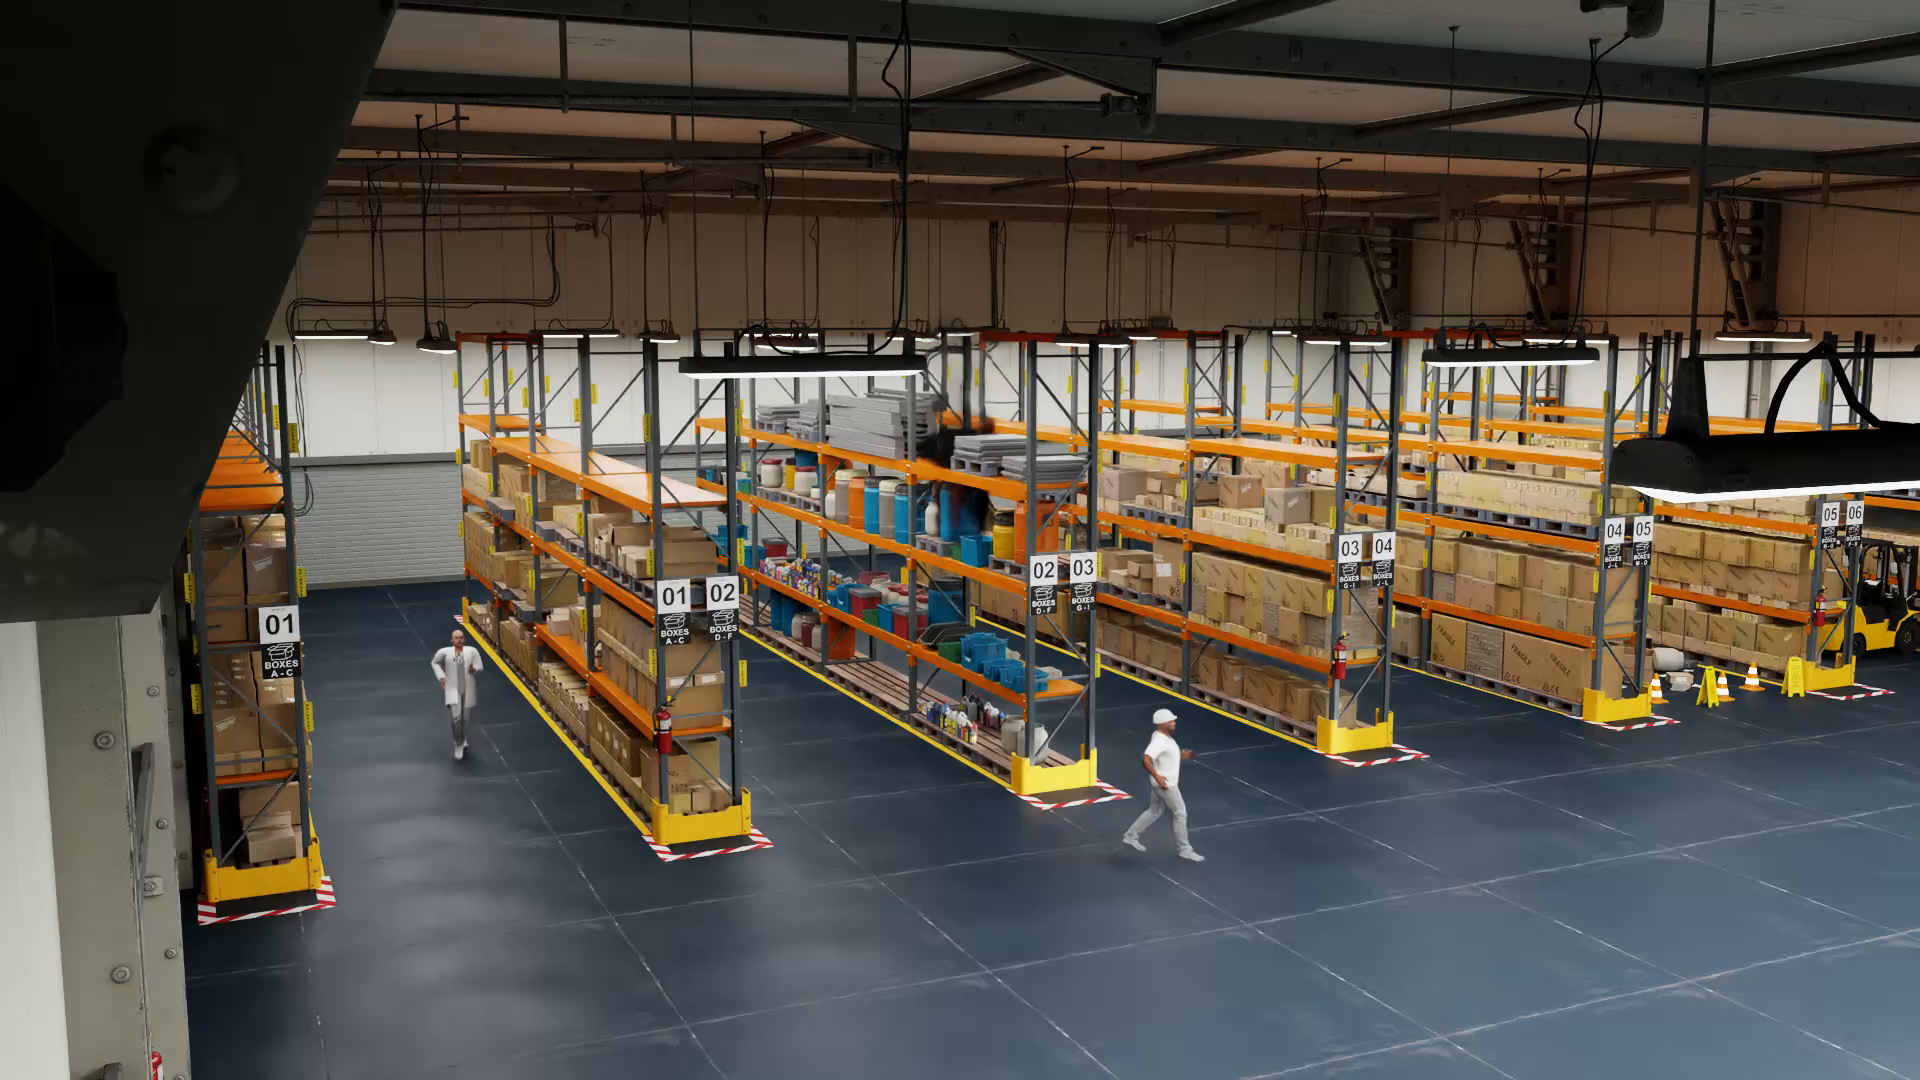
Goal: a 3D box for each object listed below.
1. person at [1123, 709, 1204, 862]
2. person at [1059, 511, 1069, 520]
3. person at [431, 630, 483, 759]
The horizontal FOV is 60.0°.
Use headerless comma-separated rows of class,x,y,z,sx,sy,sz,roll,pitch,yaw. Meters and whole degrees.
person,2.376,2.837,19.324,0.945,1.780,0.691,0,8,0
person,2.431,0.115,39.903,0.697,1.698,0.582,-2,8,-13
person,-7.241,2.216,24.080,0.682,1.841,0.801,-4,9,-28
